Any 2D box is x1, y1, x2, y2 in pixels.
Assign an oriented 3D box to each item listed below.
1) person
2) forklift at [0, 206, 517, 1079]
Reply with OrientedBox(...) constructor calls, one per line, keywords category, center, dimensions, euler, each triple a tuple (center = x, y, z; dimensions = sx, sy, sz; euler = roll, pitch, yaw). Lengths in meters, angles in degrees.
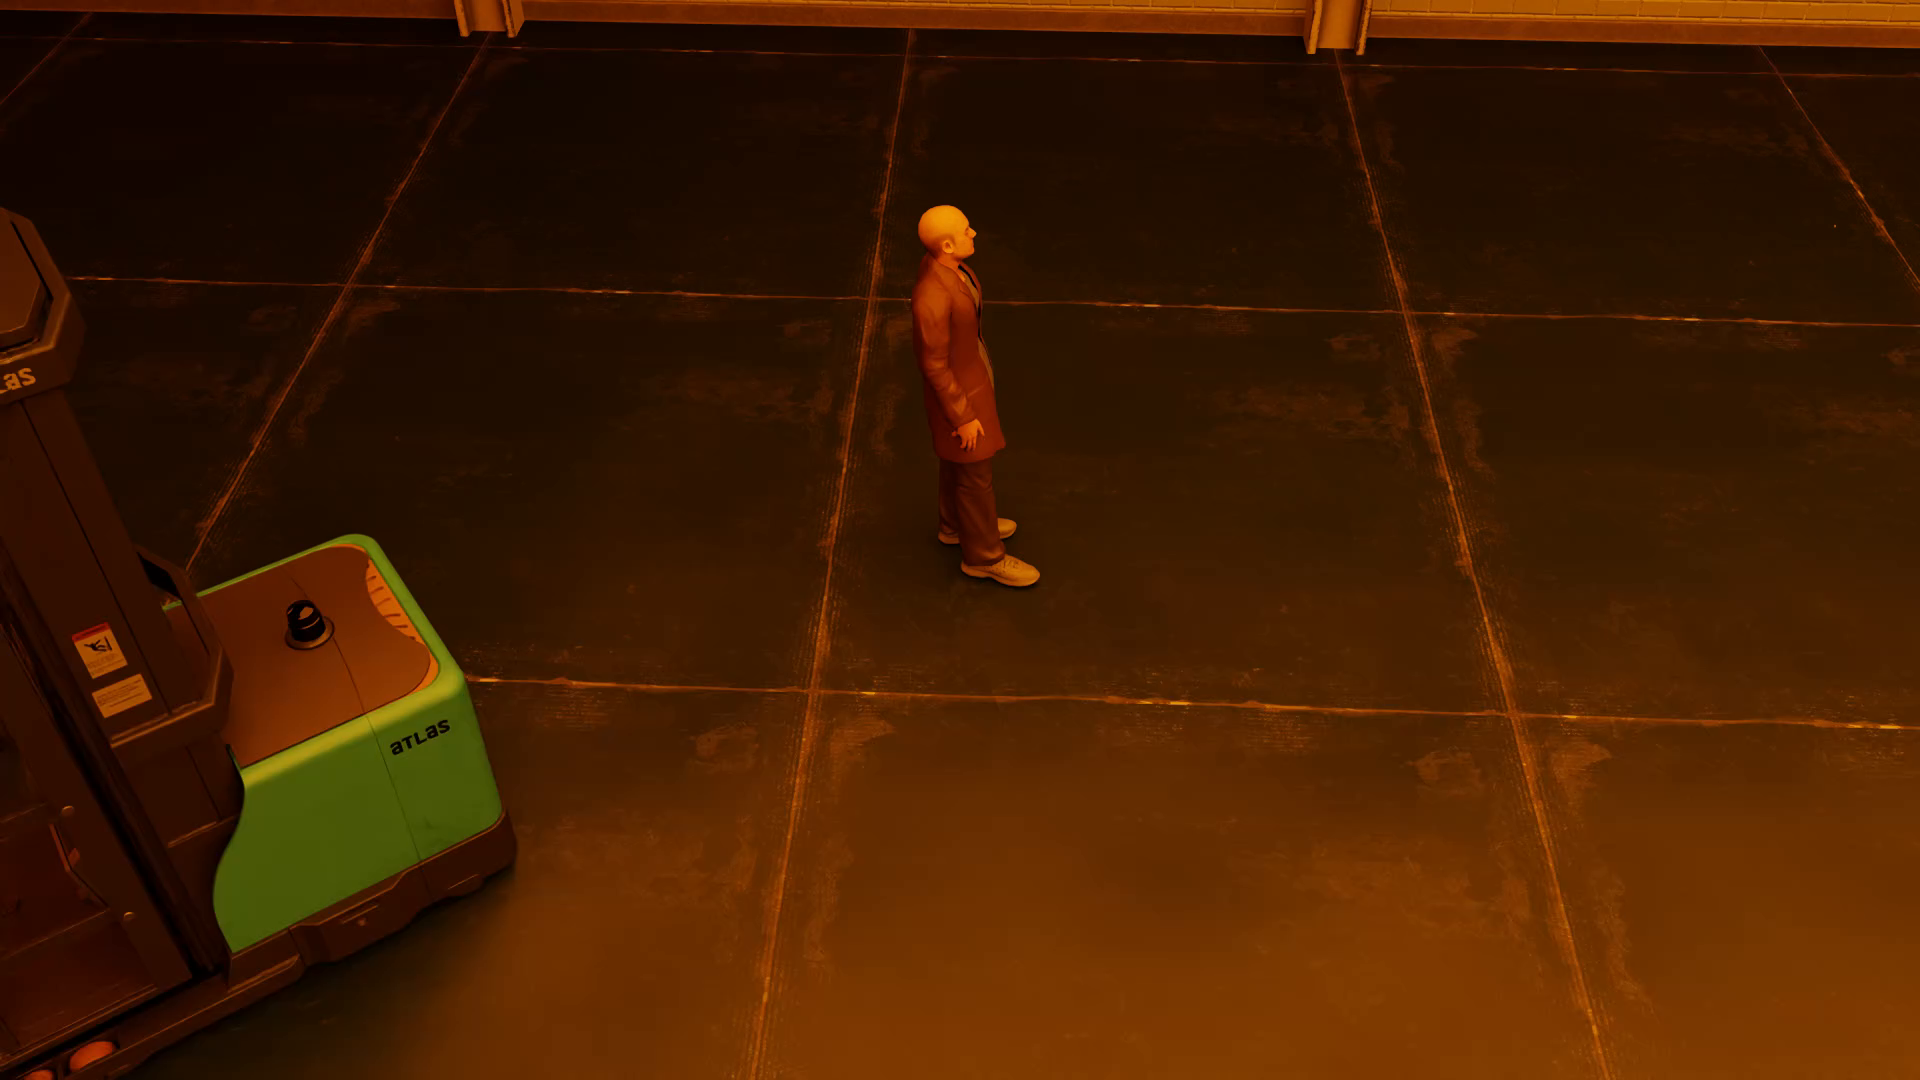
OrientedBox(category="person", center=(0.092, -0.656, 7.306), dimensions=(0.579, 1.778, 0.696), euler=(2, 42, 2))
OrientedBox(category="forklift", center=(-3.226, 0.498, 5.196), dimensions=(3.031, 2.935, 1.130), euler=(-25, 48, -25))
